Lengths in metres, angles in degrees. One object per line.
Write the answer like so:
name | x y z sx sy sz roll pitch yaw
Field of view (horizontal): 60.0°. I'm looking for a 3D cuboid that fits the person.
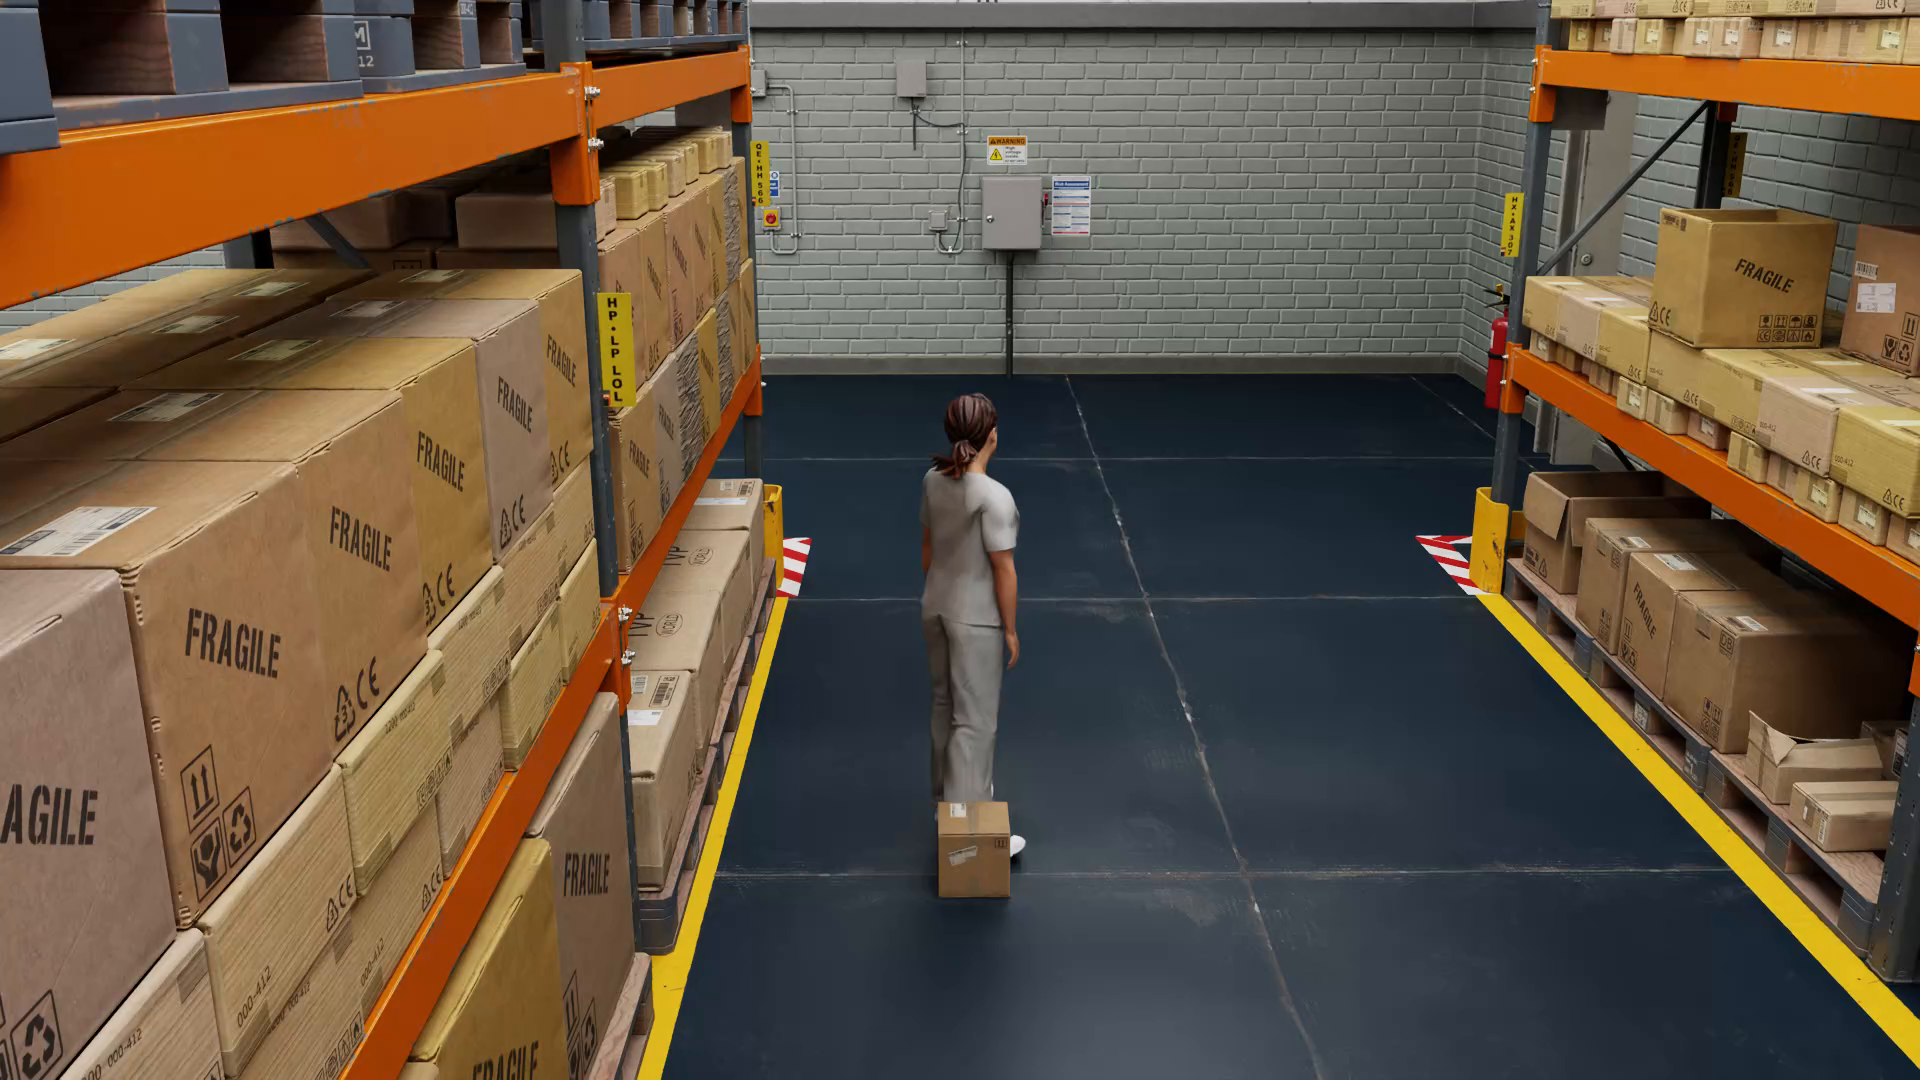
person | 0.052 0.293 6.017 0.428 1.674 0.526 -13 21 -36
